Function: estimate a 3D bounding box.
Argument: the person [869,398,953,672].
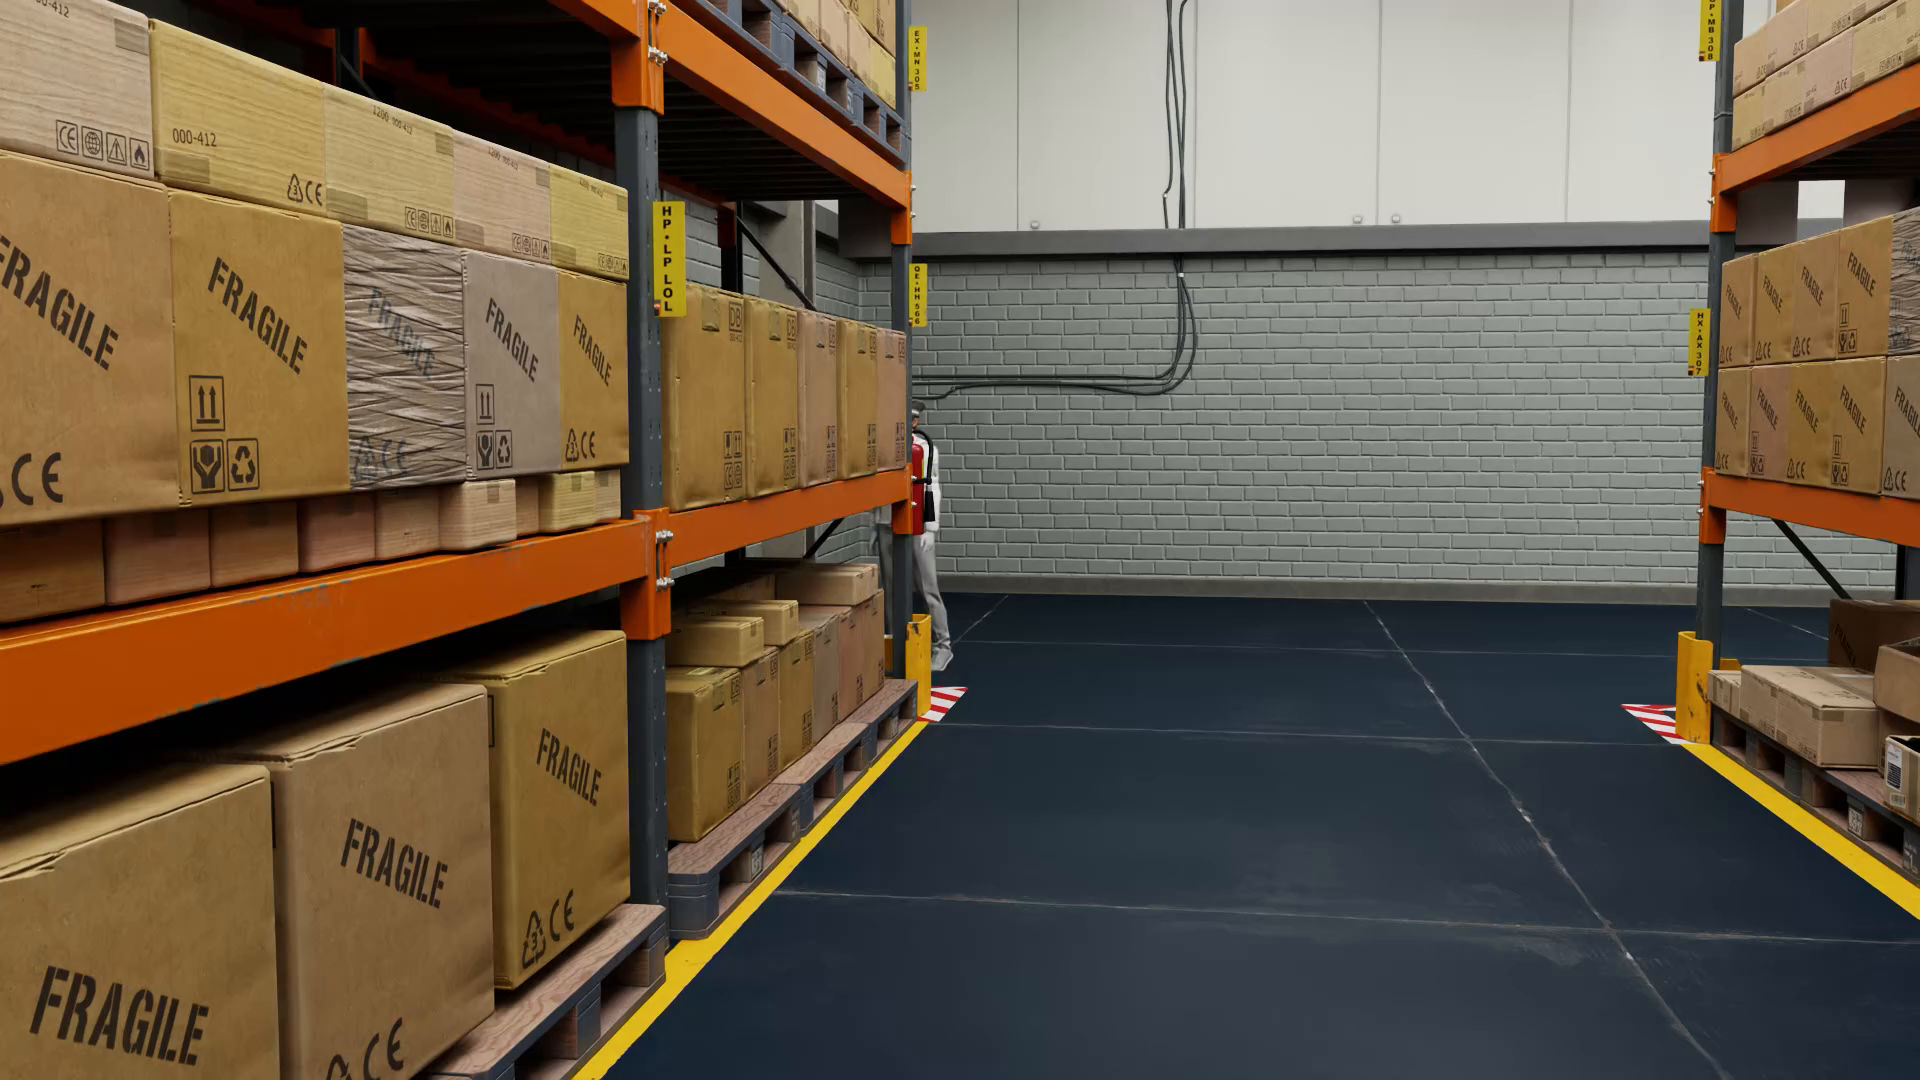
[{"bbox_3d":[-0.343,-0.040,10.305,0.544,1.715,0.362,2,5,28],"label":"person"}]
